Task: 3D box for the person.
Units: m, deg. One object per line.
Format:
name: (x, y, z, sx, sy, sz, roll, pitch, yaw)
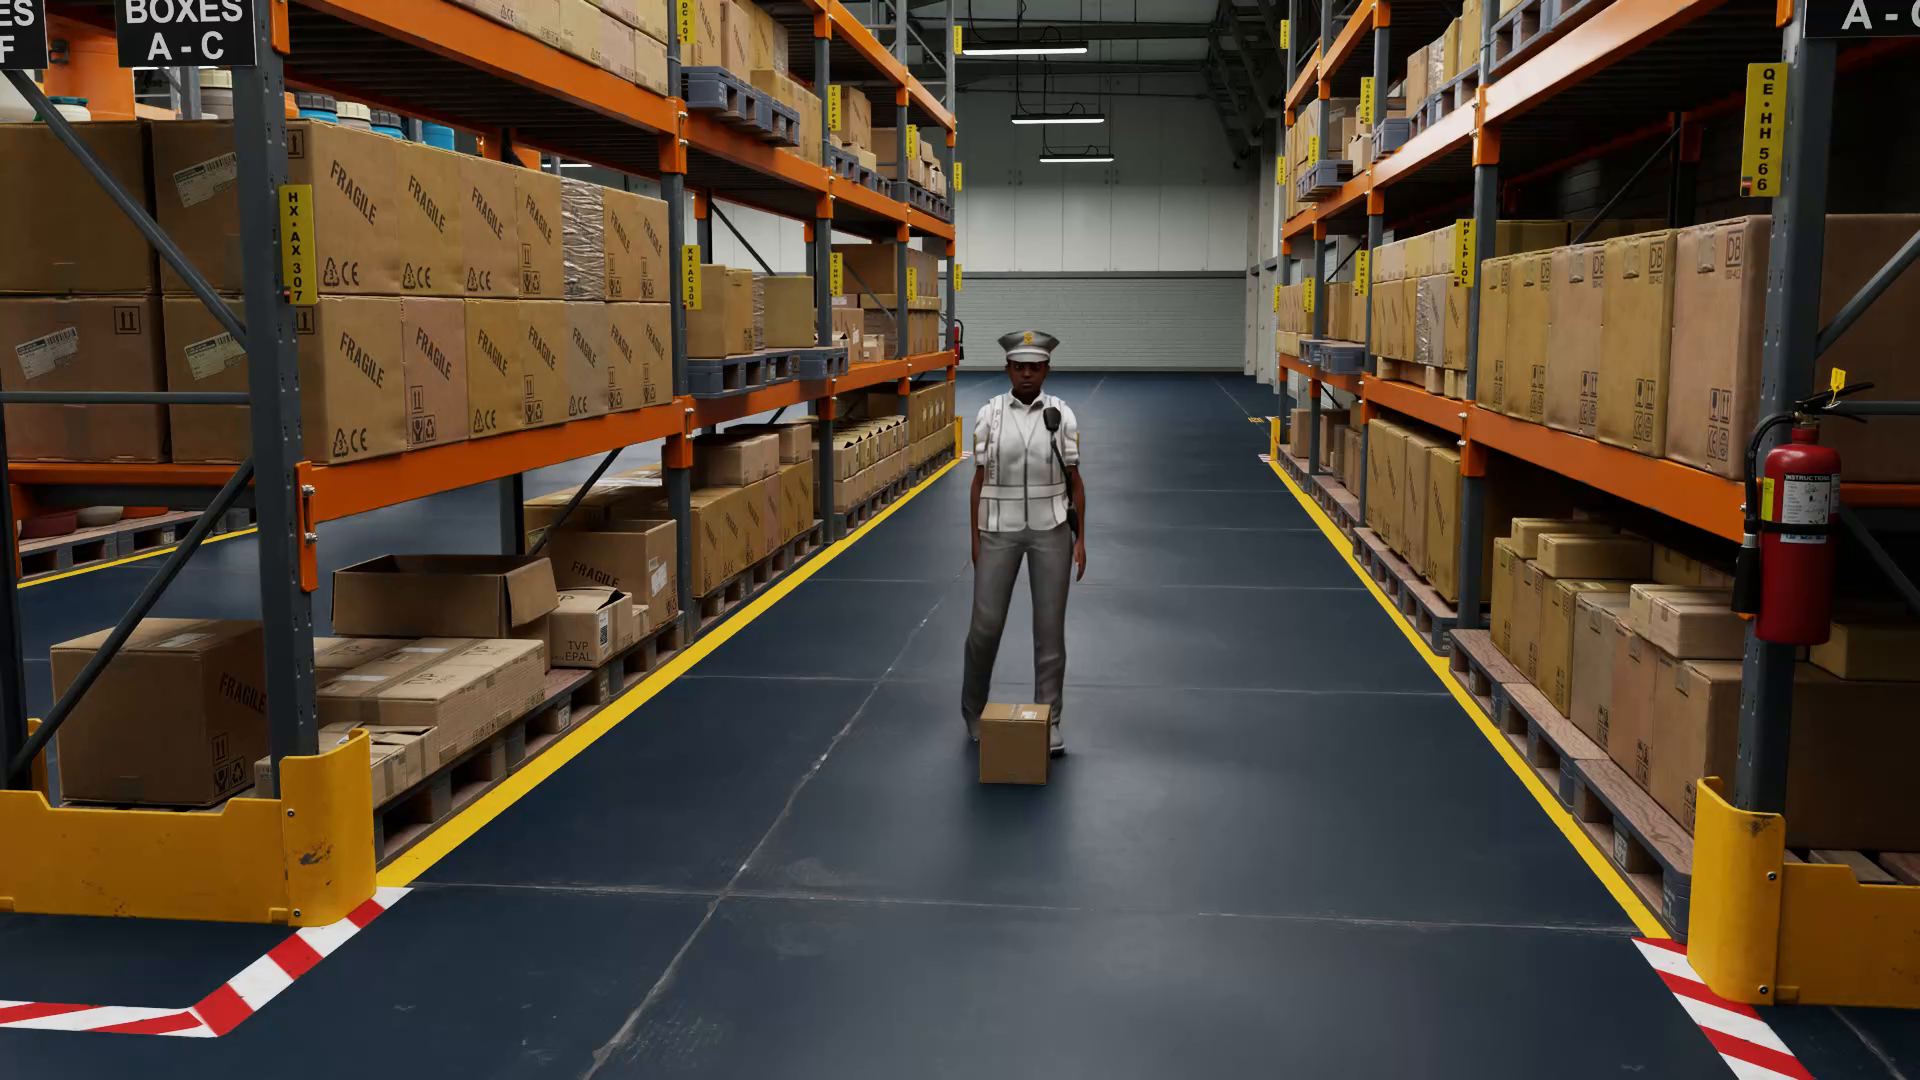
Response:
person: (0.256, 0.005, 6.717, 0.510, 1.702, 0.465, 0, 8, 1)
